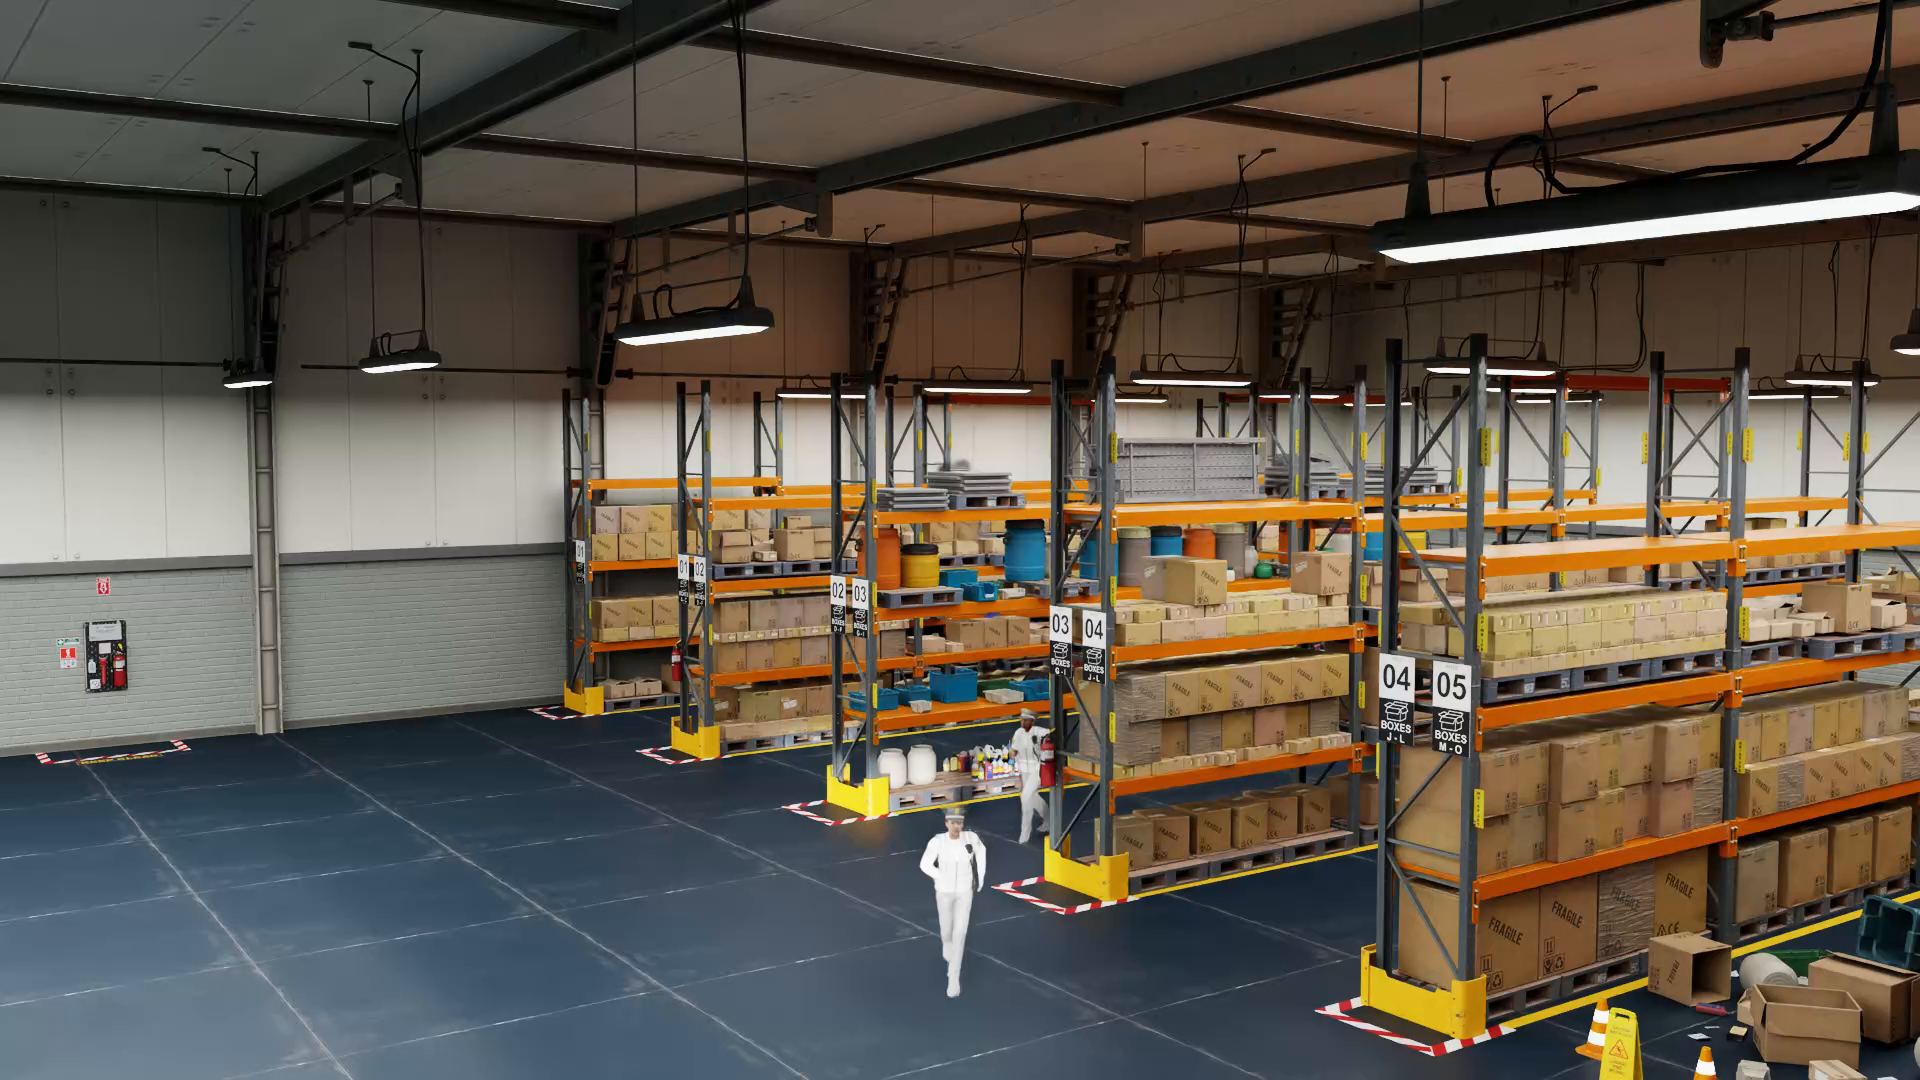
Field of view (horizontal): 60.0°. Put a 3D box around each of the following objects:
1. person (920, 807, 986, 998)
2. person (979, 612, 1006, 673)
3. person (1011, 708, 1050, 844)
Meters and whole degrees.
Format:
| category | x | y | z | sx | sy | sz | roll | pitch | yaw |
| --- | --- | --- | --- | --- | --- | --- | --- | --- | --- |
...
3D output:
| category | x | y | z | sx | sy | sz | roll | pitch | yaw |
| --- | --- | --- | --- | --- | --- | --- | --- | --- | --- |
| person | -0.058 | 3.317 | 15.664 | 0.636 | 1.698 | 0.986 | 0 | 4 | -4 |
| person | 0.601 | 2.028 | 32.497 | 0.753 | 1.746 | 0.558 | -3 | 5 | -42 |
| person | 0.956 | 2.973 | 21.157 | 0.599 | 1.726 | 0.836 | 3 | 5 | 37 |
